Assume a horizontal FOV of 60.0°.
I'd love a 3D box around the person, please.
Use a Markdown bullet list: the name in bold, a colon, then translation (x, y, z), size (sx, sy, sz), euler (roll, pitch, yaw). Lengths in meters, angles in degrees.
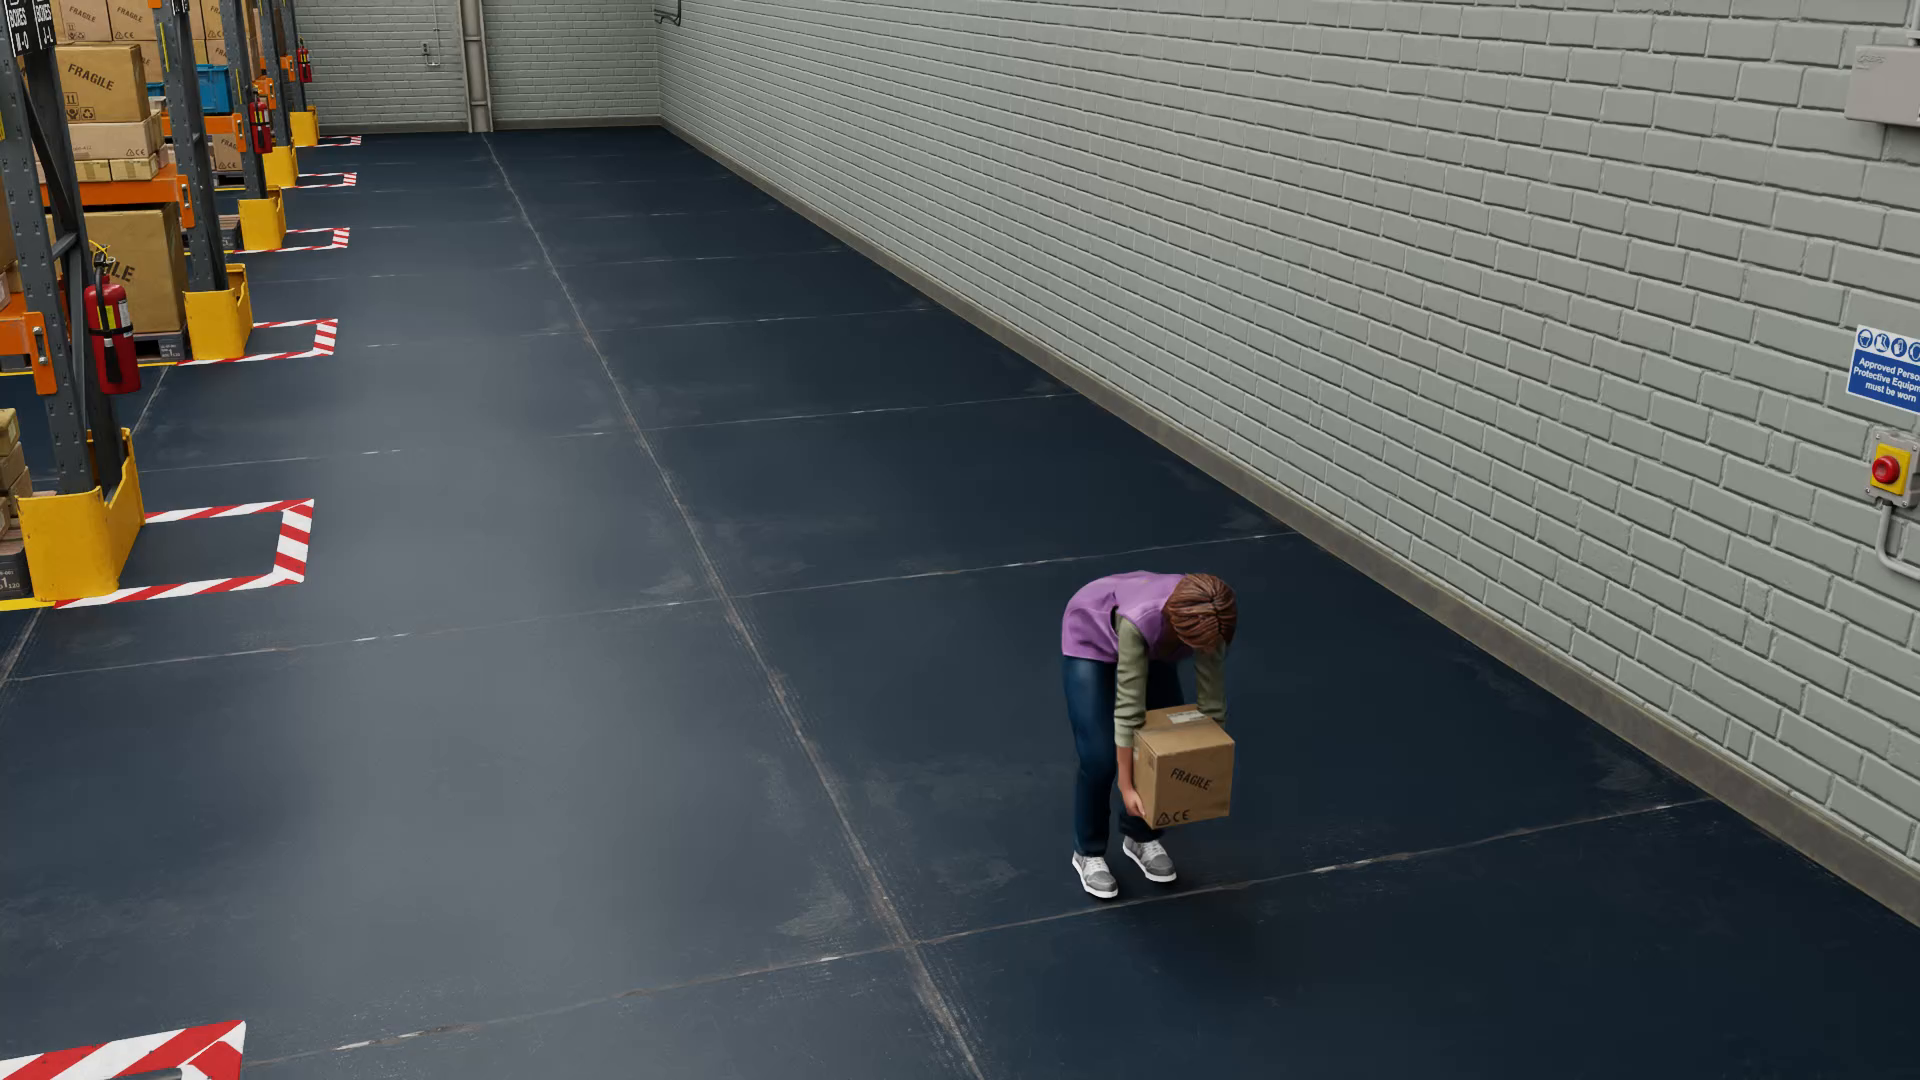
- **person**: translation (0.576, 0.577, 5.072), size (0.388, 1.188, 0.820), euler (-7, 21, -19)
